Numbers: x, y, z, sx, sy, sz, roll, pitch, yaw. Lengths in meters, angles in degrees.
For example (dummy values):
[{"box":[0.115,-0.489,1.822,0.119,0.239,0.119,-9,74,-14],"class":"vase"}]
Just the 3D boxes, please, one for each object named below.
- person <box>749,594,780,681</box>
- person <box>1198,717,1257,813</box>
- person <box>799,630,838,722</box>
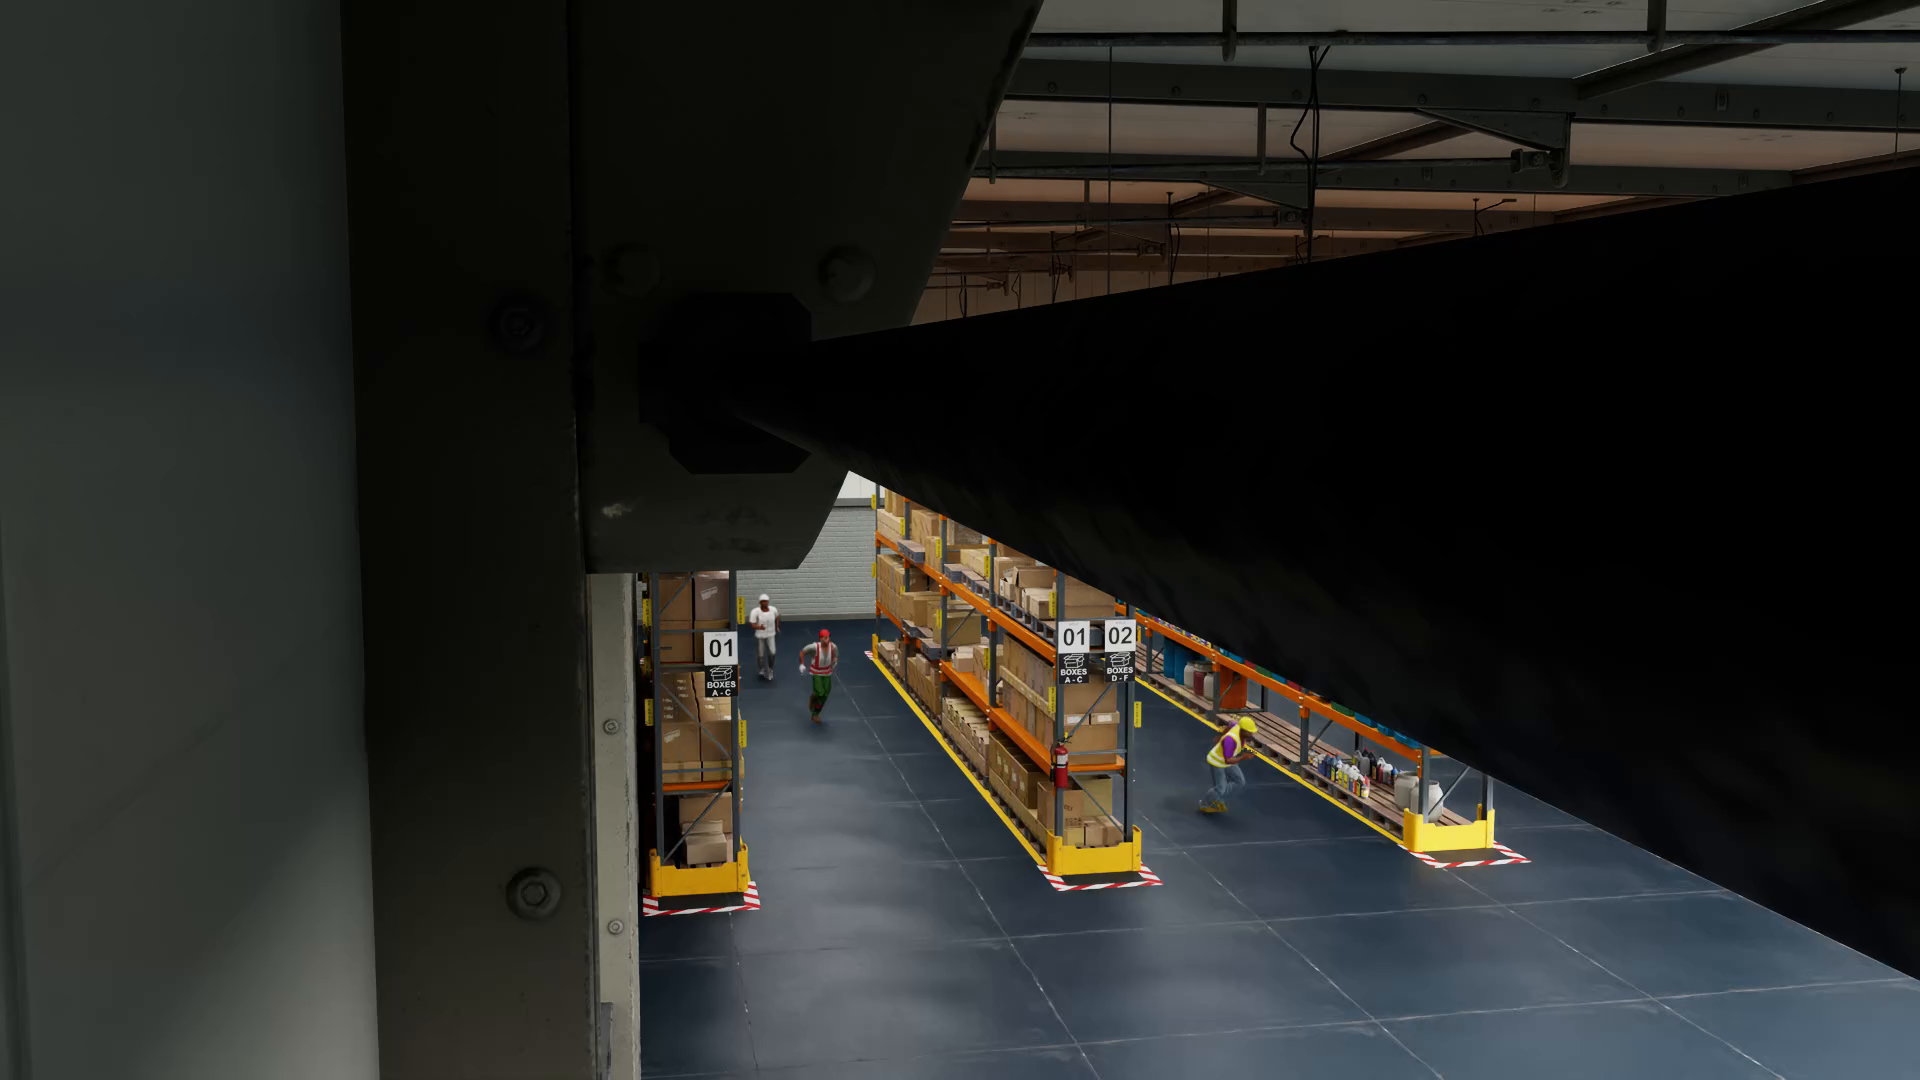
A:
[{"box":[-3.960,1.984,33.870,0.665,1.786,0.808,-2,6,-17],"class":"person"},{"box":[3.777,3.173,23.435,1.017,1.484,0.711,5,8,39],"class":"person"},{"box":[-2.477,2.435,29.758,0.660,1.707,0.720,-4,7,-32],"class":"person"}]
